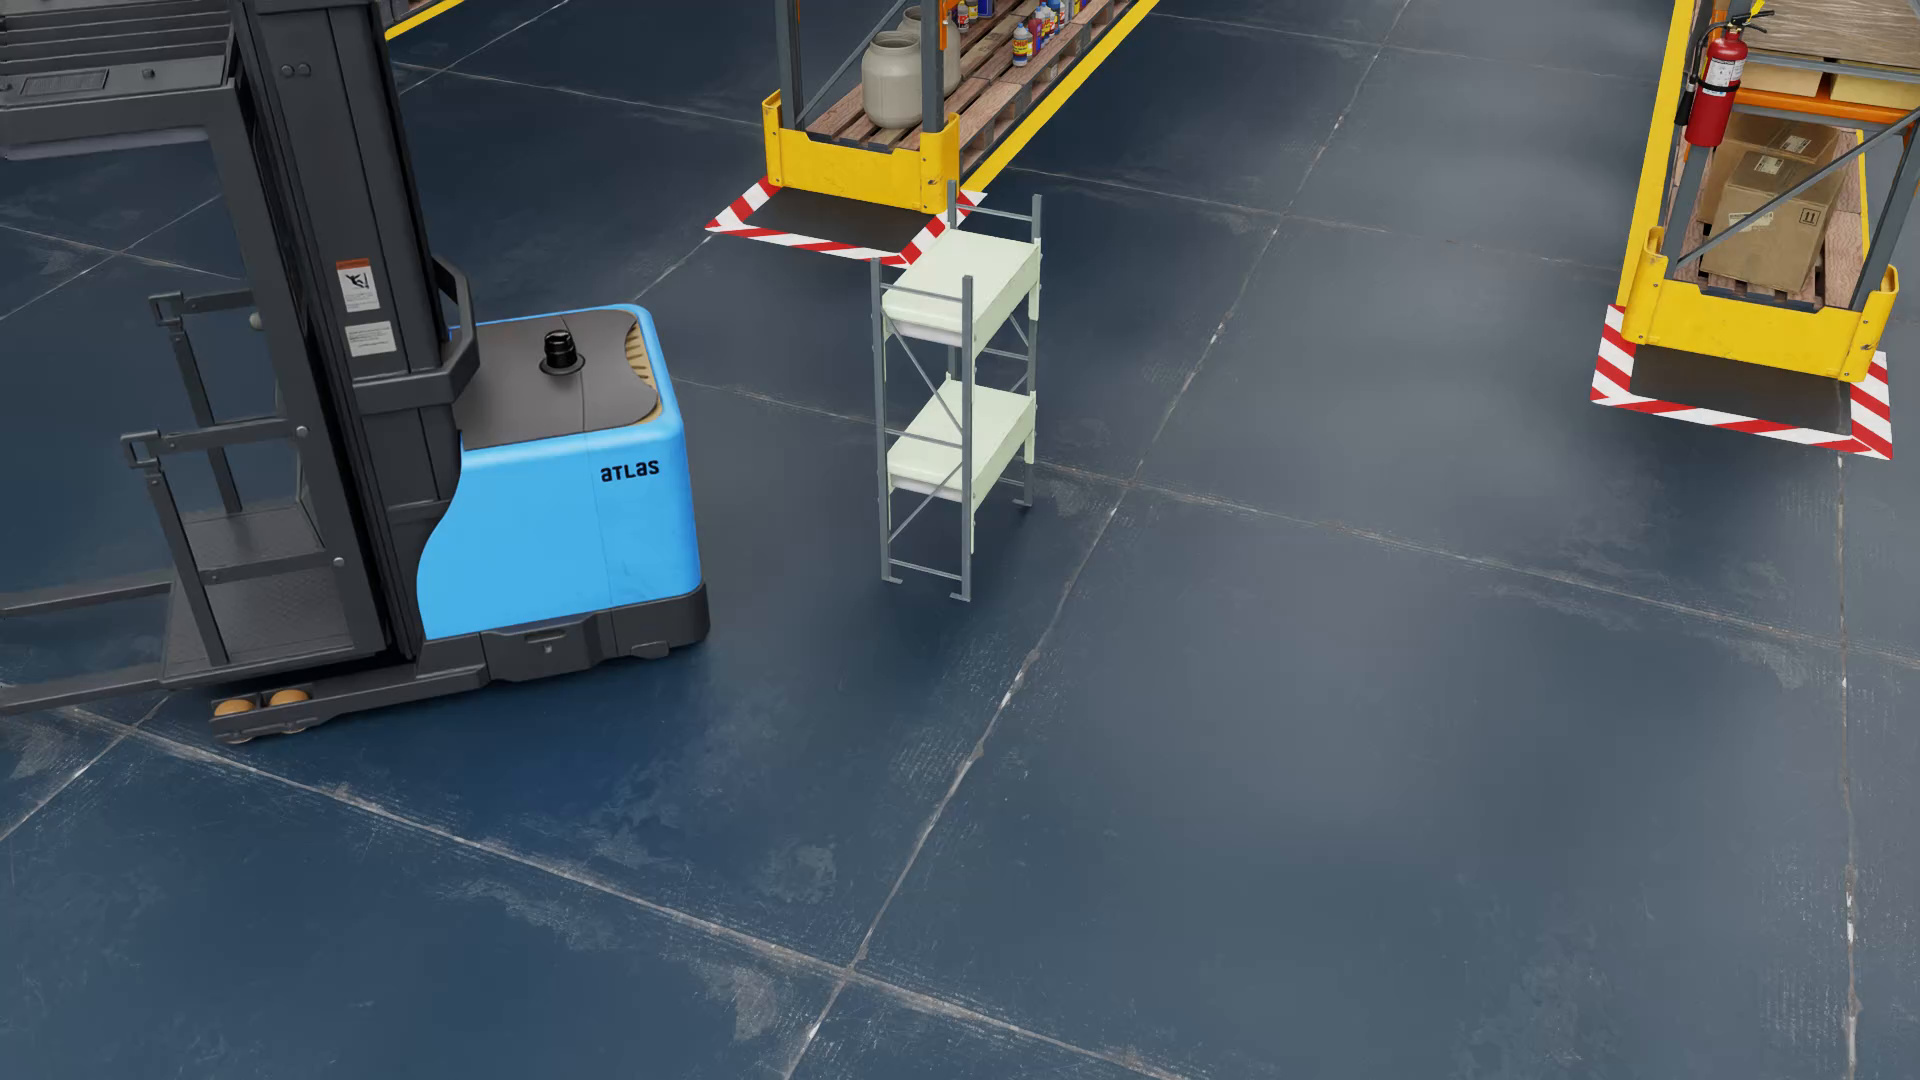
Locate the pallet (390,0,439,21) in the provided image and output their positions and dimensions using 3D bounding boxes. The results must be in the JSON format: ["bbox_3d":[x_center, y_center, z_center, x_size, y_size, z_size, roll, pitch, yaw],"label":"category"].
[{"bbox_3d":[-4.438,-4.409,12.972,1.003,0.211,1.213,14,39,18],"label":"pallet"}]

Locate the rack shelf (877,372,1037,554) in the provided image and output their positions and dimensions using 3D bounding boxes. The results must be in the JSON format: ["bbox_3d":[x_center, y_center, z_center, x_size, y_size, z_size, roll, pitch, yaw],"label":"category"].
[{"bbox_3d":[-0.003,-0.336,6.991,0.431,0.370,0.720,14,39,18],"label":"rack shelf"}]

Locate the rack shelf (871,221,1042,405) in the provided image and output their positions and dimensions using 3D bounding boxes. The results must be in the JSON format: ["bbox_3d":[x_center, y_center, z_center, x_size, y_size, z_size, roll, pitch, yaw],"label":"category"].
[{"bbox_3d":[-0.003,-0.910,6.562,0.431,0.370,0.720,14,39,18],"label":"rack shelf"}]

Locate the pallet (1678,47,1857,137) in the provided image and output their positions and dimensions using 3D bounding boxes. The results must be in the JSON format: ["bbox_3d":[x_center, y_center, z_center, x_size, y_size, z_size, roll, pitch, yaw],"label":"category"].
[{"bbox_3d":[5.303,-2.879,10.925,1.003,0.211,1.213,14,39,18],"label":"pallet"}]

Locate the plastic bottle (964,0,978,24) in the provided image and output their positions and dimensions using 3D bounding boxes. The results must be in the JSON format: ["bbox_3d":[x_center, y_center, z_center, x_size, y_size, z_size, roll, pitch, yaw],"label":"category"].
[{"bbox_3d":[0.079,-3.760,11.745,0.097,0.201,0.097,0,37,0],"label":"plastic bottle"}]

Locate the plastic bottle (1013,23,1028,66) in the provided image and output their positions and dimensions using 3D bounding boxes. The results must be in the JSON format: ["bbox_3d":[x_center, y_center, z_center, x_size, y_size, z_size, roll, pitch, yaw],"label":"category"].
[{"bbox_3d":[0.402,-3.305,11.078,0.097,0.271,0.097,0,37,0],"label":"plastic bottle"}]

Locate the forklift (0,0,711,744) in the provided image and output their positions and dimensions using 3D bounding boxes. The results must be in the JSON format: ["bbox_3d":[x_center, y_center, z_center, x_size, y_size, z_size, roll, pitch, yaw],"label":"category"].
[{"bbox_3d":[-2.575,-0.766,5.827,3.031,2.935,1.130,-10,38,-13],"label":"forklift"}]

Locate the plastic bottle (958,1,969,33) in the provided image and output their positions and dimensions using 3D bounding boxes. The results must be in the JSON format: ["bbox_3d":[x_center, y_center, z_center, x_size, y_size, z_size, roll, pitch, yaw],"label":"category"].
[{"bbox_3d":[0.014,-3.653,11.602,0.097,0.201,0.097,0,37,0],"label":"plastic bottle"}]

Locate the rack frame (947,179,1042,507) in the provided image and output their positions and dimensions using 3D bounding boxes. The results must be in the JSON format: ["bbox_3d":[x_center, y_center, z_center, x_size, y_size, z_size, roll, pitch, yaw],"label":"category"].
[{"bbox_3d":[0.137,-0.800,7.067,0.400,1.500,0.023,14,39,18],"label":"rack frame"}]

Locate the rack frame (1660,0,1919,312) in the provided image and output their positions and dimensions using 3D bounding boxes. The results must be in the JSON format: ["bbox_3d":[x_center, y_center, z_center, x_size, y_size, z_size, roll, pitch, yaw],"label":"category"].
[{"bbox_3d":[4.004,-2.161,7.635,1.000,3.000,0.127,14,39,18],"label":"rack frame"}]

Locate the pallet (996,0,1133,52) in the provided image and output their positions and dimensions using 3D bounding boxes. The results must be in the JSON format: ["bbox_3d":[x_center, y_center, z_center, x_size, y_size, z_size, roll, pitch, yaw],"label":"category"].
[{"bbox_3d":[0.652,-4.024,12.458,1.003,0.211,1.213,14,39,18],"label":"pallet"}]

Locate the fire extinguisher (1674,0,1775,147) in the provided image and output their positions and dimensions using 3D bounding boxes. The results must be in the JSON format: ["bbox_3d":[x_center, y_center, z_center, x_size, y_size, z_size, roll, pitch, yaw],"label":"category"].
[{"bbox_3d":[3.534,-2.171,7.714,0.296,0.674,0.183,14,39,18],"label":"fire extinguisher"}]

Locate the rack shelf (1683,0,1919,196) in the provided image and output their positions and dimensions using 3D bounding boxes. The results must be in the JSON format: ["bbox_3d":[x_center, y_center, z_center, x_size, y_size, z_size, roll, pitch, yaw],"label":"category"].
[{"bbox_3d":[4.765,-2.980,9.332,1.077,0.370,4.000,14,39,18],"label":"rack shelf"}]

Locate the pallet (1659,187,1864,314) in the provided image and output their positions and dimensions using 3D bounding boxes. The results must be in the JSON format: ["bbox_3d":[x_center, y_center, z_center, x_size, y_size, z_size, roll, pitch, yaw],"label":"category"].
[{"bbox_3d":[4.375,-1.528,9.117,1.003,0.211,1.213,14,39,18],"label":"pallet"}]

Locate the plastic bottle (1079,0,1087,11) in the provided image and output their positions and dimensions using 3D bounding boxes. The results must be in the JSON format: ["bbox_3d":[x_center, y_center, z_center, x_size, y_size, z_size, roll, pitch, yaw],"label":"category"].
[{"bbox_3d":[0.871,-3.964,11.949,0.061,0.283,0.133,16,40,21],"label":"plastic bottle"}]

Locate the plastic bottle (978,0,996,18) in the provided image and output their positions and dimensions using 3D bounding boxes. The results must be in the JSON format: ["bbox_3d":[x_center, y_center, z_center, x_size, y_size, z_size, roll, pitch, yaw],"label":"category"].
[{"bbox_3d":[0.168,-3.877,11.839,0.152,0.276,0.135,14,39,18],"label":"plastic bottle"}]

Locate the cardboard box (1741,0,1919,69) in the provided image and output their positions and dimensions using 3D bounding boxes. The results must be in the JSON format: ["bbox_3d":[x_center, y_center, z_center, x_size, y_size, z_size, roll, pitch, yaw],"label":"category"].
[{"bbox_3d":[4.239,-2.618,7.915,0.875,0.500,0.500,14,39,18],"label":"cardboard box"}]

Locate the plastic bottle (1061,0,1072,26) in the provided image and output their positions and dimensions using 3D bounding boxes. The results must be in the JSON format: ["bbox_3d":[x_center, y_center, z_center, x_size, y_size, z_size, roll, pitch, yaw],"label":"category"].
[{"bbox_3d":[0.706,-3.792,11.726,0.152,0.276,0.135,15,39,19],"label":"plastic bottle"}]

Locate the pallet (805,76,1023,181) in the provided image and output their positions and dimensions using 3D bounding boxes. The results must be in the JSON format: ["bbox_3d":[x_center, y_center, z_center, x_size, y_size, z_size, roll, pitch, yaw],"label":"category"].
[{"bbox_3d":[-0.277,-2.673,10.650,1.003,0.211,1.213,14,39,18],"label":"pallet"}]

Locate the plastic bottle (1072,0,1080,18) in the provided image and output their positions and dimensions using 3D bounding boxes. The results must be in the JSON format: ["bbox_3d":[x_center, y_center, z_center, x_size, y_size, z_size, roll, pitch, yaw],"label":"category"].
[{"bbox_3d":[0.771,-3.912,11.823,0.144,0.351,0.185,14,39,17],"label":"plastic bottle"}]

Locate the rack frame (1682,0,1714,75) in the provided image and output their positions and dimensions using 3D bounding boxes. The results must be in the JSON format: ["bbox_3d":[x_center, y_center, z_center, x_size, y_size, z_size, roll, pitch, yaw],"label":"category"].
[{"bbox_3d":[5.526,-4.375,10.598,1.000,3.000,0.127,14,39,18],"label":"rack frame"}]

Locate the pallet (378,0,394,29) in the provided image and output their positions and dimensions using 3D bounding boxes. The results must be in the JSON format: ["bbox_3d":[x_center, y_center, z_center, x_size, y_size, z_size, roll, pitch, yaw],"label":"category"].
[{"bbox_3d":[-4.903,-3.735,12.071,1.003,0.211,1.213,14,39,18],"label":"pallet"}]

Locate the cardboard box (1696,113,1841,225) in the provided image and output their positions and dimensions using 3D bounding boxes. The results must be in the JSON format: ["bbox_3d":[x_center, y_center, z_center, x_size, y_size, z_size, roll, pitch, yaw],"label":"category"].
[{"bbox_3d":[4.453,-2.008,9.169,0.500,0.500,0.500,25,43,29],"label":"cardboard box"}]

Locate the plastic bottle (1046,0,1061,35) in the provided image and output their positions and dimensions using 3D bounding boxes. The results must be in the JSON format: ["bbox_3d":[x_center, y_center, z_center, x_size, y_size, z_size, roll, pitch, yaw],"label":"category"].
[{"bbox_3d":[0.647,-3.663,11.556,0.097,0.271,0.097,0,37,0],"label":"plastic bottle"}]

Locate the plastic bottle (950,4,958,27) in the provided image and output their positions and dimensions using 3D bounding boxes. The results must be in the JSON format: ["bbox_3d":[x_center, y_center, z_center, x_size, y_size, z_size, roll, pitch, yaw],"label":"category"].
[{"bbox_3d":[-0.063,-3.603,11.467,0.061,0.283,0.133,14,39,18],"label":"plastic bottle"}]

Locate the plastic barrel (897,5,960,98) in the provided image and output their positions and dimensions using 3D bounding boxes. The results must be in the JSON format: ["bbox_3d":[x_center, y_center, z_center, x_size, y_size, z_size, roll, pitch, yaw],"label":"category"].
[{"bbox_3d":[-0.206,-3.120,10.646,0.421,0.512,0.421,0,37,0],"label":"plastic barrel"}]

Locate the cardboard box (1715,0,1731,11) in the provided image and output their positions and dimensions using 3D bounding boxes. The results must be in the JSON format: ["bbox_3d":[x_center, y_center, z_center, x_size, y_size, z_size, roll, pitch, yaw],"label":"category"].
[{"bbox_3d":[4.318,-2.922,8.322,0.875,0.500,0.500,14,39,18],"label":"cardboard box"}]

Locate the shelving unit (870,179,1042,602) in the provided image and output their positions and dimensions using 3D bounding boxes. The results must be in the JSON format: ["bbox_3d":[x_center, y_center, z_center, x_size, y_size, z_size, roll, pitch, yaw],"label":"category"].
[{"bbox_3d":[-0.003,-0.597,6.796,0.431,1.500,0.755,14,39,18],"label":"shelving unit"}]

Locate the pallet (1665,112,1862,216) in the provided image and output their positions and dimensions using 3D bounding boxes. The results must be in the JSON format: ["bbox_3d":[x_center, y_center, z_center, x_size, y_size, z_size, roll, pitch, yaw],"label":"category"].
[{"bbox_3d":[4.841,-2.201,10.018,1.003,0.211,1.213,14,39,18],"label":"pallet"}]

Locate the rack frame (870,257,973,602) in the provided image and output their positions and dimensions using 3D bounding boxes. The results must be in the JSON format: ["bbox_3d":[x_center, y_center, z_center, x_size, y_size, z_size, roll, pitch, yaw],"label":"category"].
[{"bbox_3d":[-0.142,-0.394,6.525,0.400,1.500,0.023,14,39,18],"label":"rack frame"}]

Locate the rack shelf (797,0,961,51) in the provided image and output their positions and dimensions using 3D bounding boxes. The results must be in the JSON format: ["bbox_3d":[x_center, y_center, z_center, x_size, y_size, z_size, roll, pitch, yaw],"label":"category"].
[{"bbox_3d":[0.185,-4.108,10.842,1.077,0.370,4.000,14,39,18],"label":"rack shelf"}]

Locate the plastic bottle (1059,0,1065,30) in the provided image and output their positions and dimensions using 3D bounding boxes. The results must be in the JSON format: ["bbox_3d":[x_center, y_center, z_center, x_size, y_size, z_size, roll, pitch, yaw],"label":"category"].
[{"bbox_3d":[0.686,-3.691,11.652,0.097,0.201,0.097,0,37,0],"label":"plastic bottle"}]

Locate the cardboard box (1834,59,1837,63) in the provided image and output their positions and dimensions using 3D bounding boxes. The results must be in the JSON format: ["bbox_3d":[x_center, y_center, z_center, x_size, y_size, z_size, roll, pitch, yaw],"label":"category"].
[{"bbox_3d":[4.446,-2.298,8.028,0.380,0.149,0.250,14,39,18],"label":"cardboard box"}]

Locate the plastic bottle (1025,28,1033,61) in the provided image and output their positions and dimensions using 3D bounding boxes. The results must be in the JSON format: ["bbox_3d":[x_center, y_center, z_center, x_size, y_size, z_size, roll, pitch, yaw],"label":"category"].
[{"bbox_3d":[0.441,-3.334,11.176,0.097,0.201,0.097,0,37,0],"label":"plastic bottle"}]

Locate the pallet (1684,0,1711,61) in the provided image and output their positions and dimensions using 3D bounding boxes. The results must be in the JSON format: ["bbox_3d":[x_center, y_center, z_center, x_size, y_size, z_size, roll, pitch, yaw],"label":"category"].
[{"bbox_3d":[5.821,-3.690,12.010,1.003,0.211,1.213,14,39,18],"label":"pallet"}]

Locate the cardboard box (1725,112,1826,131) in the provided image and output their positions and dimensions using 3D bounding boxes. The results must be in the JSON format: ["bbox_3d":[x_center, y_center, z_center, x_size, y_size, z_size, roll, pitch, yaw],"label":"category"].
[{"bbox_3d":[4.709,-2.351,9.627,0.500,0.500,0.500,18,40,22],"label":"cardboard box"}]

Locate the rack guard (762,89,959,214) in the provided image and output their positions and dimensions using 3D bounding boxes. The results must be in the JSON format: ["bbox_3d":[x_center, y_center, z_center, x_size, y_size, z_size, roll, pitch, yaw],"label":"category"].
[{"bbox_3d":[-0.591,-2.341,9.964,1.175,0.500,0.348,14,39,18],"label":"rack guard"}]

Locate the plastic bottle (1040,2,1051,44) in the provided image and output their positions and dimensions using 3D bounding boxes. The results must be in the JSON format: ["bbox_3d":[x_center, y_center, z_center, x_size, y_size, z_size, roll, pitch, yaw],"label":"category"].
[{"bbox_3d":[0.570,-3.550,11.406,0.097,0.271,0.097,0,37,0],"label":"plastic bottle"}]

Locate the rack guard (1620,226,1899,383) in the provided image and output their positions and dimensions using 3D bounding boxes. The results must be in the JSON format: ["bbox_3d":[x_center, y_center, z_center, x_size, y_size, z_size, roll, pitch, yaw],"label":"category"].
[{"bbox_3d":[4.033,-1.202,8.440,1.175,0.500,0.348,14,39,18],"label":"rack guard"}]

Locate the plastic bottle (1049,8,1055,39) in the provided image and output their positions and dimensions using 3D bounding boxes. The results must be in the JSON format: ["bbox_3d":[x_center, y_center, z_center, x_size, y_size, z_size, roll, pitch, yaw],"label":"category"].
[{"bbox_3d":[0.608,-3.577,11.500,0.097,0.201,0.097,0,37,0],"label":"plastic bottle"}]

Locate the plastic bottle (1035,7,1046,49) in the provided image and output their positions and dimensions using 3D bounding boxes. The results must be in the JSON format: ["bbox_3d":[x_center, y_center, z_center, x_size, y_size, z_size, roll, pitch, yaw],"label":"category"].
[{"bbox_3d":[0.532,-3.495,11.332,0.097,0.271,0.097,0,37,0],"label":"plastic bottle"}]

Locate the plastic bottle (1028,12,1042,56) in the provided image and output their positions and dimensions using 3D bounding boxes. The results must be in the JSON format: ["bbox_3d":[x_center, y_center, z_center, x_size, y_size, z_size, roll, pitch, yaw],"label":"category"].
[{"bbox_3d":[0.505,-3.431,11.236,0.061,0.283,0.133,14,39,18],"label":"plastic bottle"}]

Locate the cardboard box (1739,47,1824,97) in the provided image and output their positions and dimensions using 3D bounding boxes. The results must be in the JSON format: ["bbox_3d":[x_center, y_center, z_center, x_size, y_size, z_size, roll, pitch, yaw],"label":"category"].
[{"bbox_3d":[3.922,-2.265,7.985,0.380,0.149,0.250,14,39,18],"label":"cardboard box"}]

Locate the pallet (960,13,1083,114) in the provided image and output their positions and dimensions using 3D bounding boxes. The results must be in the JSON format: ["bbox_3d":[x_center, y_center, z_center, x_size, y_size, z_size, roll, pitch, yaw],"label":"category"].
[{"bbox_3d":[0.189,-3.347,11.551,1.003,0.211,1.213,14,39,18],"label":"pallet"}]

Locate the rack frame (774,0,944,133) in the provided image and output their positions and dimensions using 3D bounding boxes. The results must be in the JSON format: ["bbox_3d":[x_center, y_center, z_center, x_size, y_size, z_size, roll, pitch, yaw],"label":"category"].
[{"bbox_3d":[-0.576,-3.289,9.145,1.000,3.000,0.127,14,39,18],"label":"rack frame"}]

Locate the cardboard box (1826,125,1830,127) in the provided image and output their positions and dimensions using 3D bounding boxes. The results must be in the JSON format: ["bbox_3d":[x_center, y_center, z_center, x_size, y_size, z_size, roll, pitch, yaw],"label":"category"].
[{"bbox_3d":[4.962,-2.649,10.026,0.500,0.500,0.500,11,38,14],"label":"cardboard box"}]

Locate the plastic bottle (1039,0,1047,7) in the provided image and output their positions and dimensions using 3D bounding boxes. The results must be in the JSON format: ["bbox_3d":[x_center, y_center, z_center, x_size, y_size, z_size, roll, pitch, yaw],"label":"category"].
[{"bbox_3d":[0.607,-3.819,11.756,0.061,0.283,0.133,14,39,18],"label":"plastic bottle"}]

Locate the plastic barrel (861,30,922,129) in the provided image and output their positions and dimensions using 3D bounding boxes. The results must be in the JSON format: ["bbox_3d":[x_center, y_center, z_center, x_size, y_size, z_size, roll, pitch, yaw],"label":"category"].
[{"bbox_3d":[-0.397,-2.842,10.275,0.421,0.512,0.421,0,37,0],"label":"plastic barrel"}]

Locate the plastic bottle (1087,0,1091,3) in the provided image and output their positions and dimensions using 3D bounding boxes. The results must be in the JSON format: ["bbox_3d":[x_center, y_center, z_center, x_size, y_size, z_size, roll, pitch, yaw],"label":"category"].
[{"bbox_3d":[0.894,-4.090,12.062,0.144,0.351,0.185,12,38,15],"label":"plastic bottle"}]

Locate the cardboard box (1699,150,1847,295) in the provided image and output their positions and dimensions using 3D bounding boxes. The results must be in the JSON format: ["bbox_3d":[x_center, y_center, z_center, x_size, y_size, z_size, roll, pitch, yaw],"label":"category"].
[{"bbox_3d":[4.257,-1.670,8.715,0.500,0.500,0.500,21,42,26],"label":"cardboard box"}]

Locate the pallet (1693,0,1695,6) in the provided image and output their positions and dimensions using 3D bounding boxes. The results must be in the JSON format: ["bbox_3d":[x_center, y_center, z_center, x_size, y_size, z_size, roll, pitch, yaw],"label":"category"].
[{"bbox_3d":[6.284,-4.368,12.917,1.003,0.211,1.213,14,39,18],"label":"pallet"}]

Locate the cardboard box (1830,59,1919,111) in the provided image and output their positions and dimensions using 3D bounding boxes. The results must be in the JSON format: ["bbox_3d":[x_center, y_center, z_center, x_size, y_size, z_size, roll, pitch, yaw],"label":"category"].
[{"bbox_3d":[4.333,-2.164,7.849,0.380,0.149,0.250,14,39,18],"label":"cardboard box"}]

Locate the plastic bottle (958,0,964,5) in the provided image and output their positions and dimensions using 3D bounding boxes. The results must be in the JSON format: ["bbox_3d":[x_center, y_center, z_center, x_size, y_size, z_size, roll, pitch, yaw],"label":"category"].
[{"bbox_3d":[-0.050,-3.824,11.705,0.144,0.351,0.185,15,39,20],"label":"plastic bottle"}]
